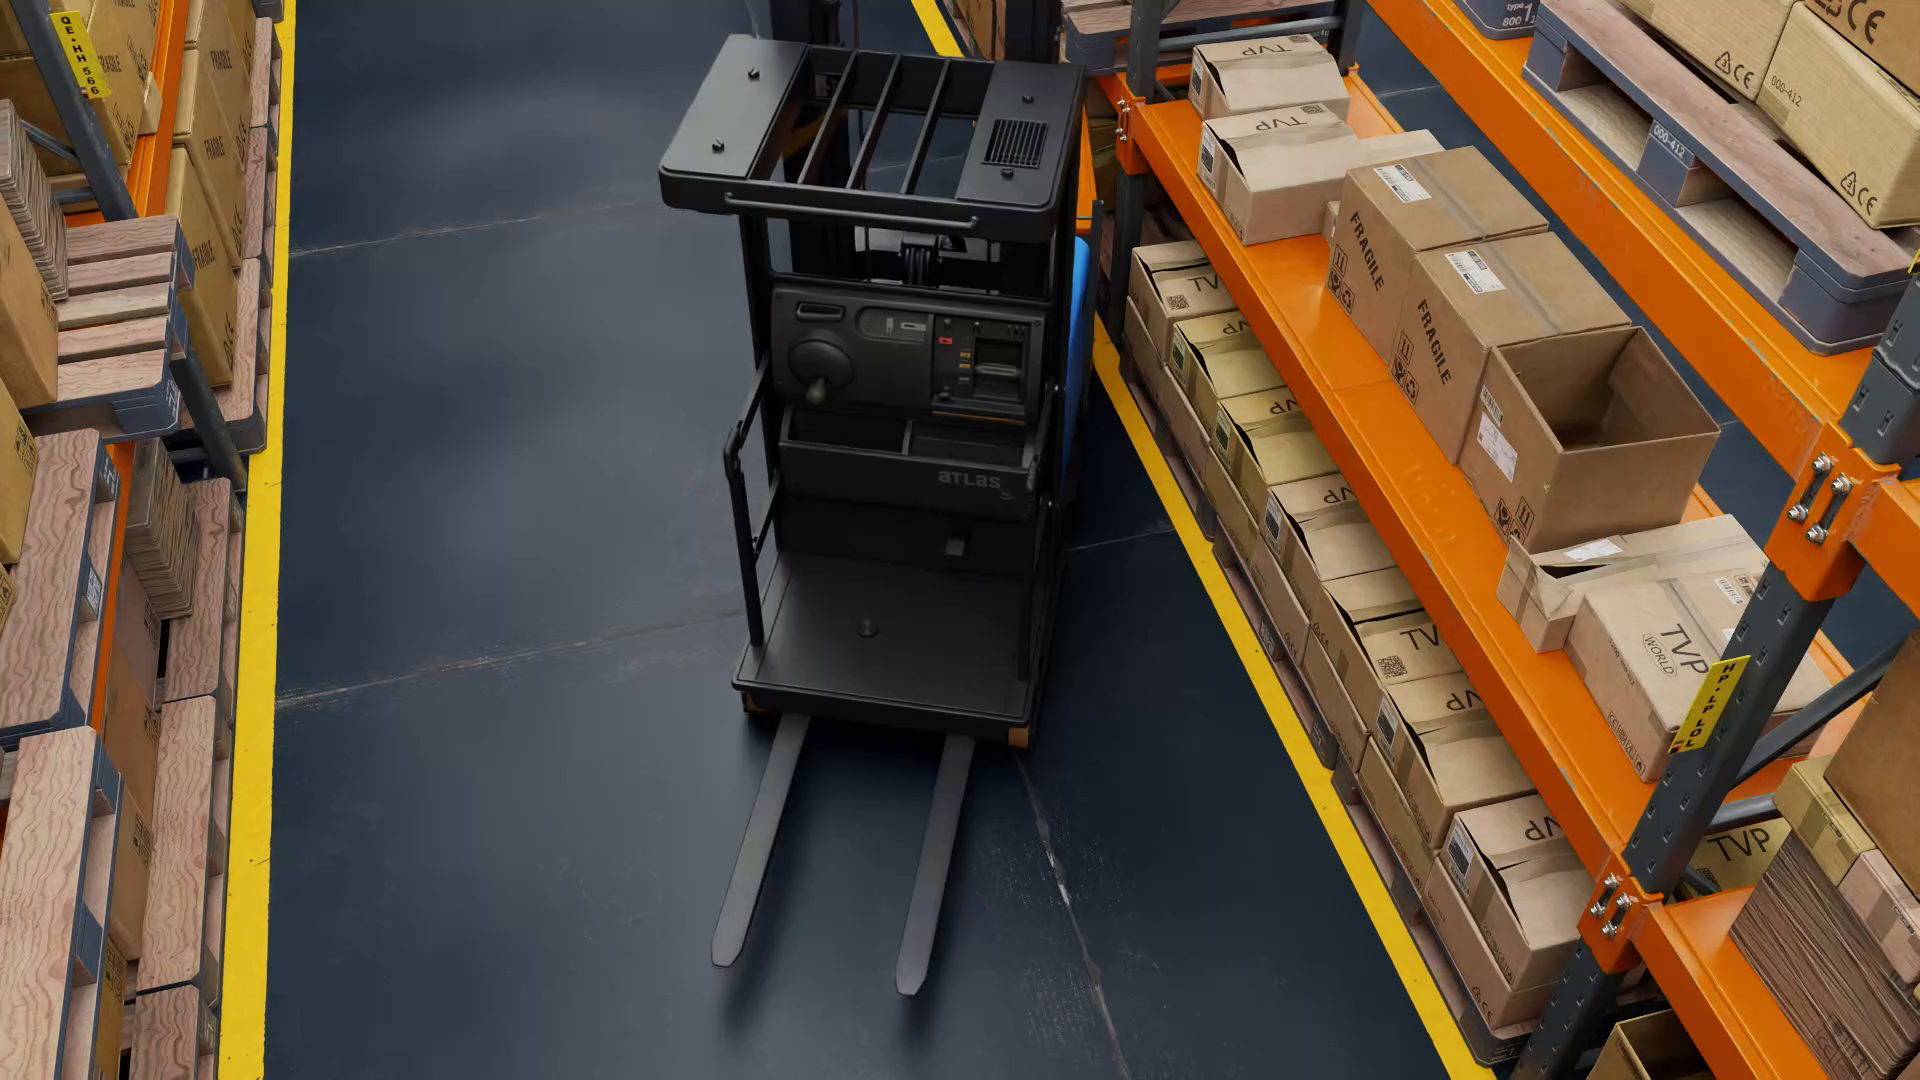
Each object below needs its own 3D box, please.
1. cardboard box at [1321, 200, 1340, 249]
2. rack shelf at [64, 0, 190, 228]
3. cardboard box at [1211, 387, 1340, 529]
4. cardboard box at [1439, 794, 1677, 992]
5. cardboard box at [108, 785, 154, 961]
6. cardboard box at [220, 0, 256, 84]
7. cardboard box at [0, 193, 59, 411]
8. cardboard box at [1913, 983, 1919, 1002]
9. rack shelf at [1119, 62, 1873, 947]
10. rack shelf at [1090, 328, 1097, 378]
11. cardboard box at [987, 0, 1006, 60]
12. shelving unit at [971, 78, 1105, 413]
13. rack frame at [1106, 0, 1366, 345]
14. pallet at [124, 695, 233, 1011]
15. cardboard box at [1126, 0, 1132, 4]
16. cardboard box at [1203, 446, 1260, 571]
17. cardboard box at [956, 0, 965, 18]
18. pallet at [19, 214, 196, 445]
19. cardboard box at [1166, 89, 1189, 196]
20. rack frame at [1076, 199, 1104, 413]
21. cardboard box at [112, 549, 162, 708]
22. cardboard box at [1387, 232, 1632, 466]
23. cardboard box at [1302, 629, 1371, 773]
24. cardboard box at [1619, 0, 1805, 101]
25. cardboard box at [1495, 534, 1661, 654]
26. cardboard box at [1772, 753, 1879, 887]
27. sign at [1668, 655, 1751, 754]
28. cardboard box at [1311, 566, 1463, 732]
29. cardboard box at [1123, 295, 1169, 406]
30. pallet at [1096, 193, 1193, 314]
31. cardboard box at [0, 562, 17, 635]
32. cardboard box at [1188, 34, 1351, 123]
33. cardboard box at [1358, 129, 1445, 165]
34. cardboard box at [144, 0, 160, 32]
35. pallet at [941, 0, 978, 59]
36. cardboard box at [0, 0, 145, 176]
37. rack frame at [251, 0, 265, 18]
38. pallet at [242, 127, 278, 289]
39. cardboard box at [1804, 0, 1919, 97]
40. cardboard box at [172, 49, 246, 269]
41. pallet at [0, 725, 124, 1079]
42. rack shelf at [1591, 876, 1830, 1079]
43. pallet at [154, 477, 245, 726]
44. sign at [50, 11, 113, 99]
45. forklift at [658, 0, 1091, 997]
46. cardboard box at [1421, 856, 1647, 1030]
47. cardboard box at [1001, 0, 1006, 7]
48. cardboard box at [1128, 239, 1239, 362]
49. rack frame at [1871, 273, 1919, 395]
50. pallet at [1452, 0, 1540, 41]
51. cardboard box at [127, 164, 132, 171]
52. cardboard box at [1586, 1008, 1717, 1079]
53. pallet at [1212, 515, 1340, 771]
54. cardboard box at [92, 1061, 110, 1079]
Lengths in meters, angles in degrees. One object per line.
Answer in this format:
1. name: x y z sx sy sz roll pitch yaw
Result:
1. cardboard box: 1.580 -1.155 6.208 0.380 0.149 0.250 -8 46 -7
2. rack shelf: -4.100 -2.334 7.691 1.077 0.370 4.000 -11 47 -10
3. cardboard box: 1.321 -0.365 6.497 0.500 0.311 0.500 -12 47 -11
4. cardboard box: 1.843 1.041 5.119 0.500 0.311 0.500 -11 47 -10
5. cardboard box: -3.041 1.065 5.299 0.700 0.500 0.500 -10 46 -10
6. cardboard box: -4.320 -2.936 8.989 0.750 0.750 0.750 -10 46 -10
7. cardboard box: -3.289 -0.690 5.199 0.700 0.500 0.500 -15 47 -14
8. cardboard box: 2.237 0.959 3.437 0.380 0.149 0.250 -12 47 -11
9. rack shelf: 1.711 -0.480 5.875 1.077 0.370 4.000 -11 47 -10
10. rack shelf: 0.325 -1.175 7.705 0.538 0.278 1.000 0 46 -1
11. cardboard box: 0.460 -2.713 9.002 0.500 0.500 0.500 -12 47 -12
12. shelving unit: 0.326 -1.346 7.531 0.538 1.125 1.048 0 46 -1
13. rack frame: 1.199 -2.113 6.971 1.000 3.000 0.127 -11 47 -10
14. pallet: -3.081 1.152 5.724 1.003 0.211 1.213 -11 47 -10
15. cardboard box: 0.929 -2.709 7.192 0.700 0.500 0.500 -26 51 -23
16. cardboard box: 1.318 -0.178 6.706 0.500 0.250 0.500 -12 47 -11
17. cardboard box: 0.211 -3.409 9.684 0.500 0.500 0.500 -10 46 -10
18. pallet: -3.303 -0.665 5.687 1.213 0.211 1.003 -11 47 -10
19. cardboard box: 1.220 -2.119 8.419 0.500 0.500 0.500 -12 47 -12
20. rack frame: 0.332 -0.983 7.175 0.500 1.125 0.032 0 46 -1
21. cardboard box: -3.334 0.381 5.970 0.700 0.500 0.500 -11 47 -10
22. cardboard box: 1.779 -0.629 5.447 0.500 0.500 0.500 -11 47 -10
23. cardboard box: 1.578 0.528 6.014 0.500 0.250 0.500 -10 46 -9
24. cardboard box: 1.932 -1.302 3.887 0.500 0.250 0.500 -15 47 -14
25. cardboard box: 1.821 0.122 4.875 0.396 0.266 0.258 -12 47 -11
26. cardboard box: 2.105 0.607 3.781 0.380 0.149 0.250 -11 47 -10
27. sign: 1.701 0.377 3.776 0.100 0.325 0.005 -11 47 -10
28. cardboard box: 1.578 0.337 5.808 0.500 0.311 0.500 -11 47 -10
29. cardboard box: 1.050 -0.882 7.396 0.500 0.250 0.500 -11 47 -10
30. pallet: 1.045 -1.659 8.479 1.003 0.211 1.213 -11 47 -10
31. cardboard box: -2.997 0.174 4.352 0.700 0.500 0.500 -5 46 -5
32. cardboard box: 1.250 -1.823 6.749 0.500 0.311 0.500 -8 46 -8
33. cardboard box: 1.697 -1.455 6.502 0.380 0.149 0.250 -11 47 -10
34. cardboard box: -3.716 -2.439 6.999 0.500 0.500 0.500 -11 47 -10
35. pallet: 0.420 -3.344 10.130 1.003 0.211 1.213 -11 47 -10
36. cardboard box: -3.465 -1.733 6.307 0.500 0.500 0.500 -9 46 -9
37. rack frame: -4.612 -3.966 8.788 1.000 3.000 0.127 -11 47 -10
38. pallet: -4.026 -1.628 8.448 1.003 0.211 1.213 -11 47 -10
39. cardboard box: 2.104 -1.191 3.254 0.500 0.500 0.500 -10 46 -10
40. cardboard box: -3.868 -1.737 7.814 0.750 0.750 0.750 -11 47 -11
41. pallet: -2.619 1.070 3.986 1.003 0.211 1.213 -11 47 -10
42. rack shelf: 2.735 2.281 3.169 1.077 0.370 4.000 -11 47 -10
43. pallet: -3.390 0.311 6.548 1.003 0.211 1.213 -11 47 -10
44. sign: -3.066 -1.688 5.800 0.100 0.325 0.005 -11 47 -10
45. forklift: -0.215 -0.530 5.468 1.130 2.935 3.031 7 46 7
46. cardboard box: 1.837 1.231 5.326 0.500 0.250 0.500 -11 47 -11
47. cardboard box: 0.449 -3.001 8.759 0.500 0.250 0.500 -12 47 -11
48. cardboard box: 1.050 -1.079 7.196 0.500 0.311 0.500 -9 46 -9
49. rack frame: 2.223 -1.451 2.122 1.000 3.000 0.127 -11 47 -10
50. pallet: 1.749 -1.873 4.768 1.003 0.211 1.213 -9 46 -8
51. cardboard box: -3.505 -1.569 6.600 0.380 0.149 0.250 -10 46 -10
52. cardboard box: 2.039 1.579 4.459 0.500 0.500 0.500 -11 47 -10
53. pallet: 1.681 0.279 6.579 1.003 0.211 1.213 -11 47 -10
54. cardboard box: -2.769 1.773 4.605 0.700 0.500 0.500 -9 46 -9
